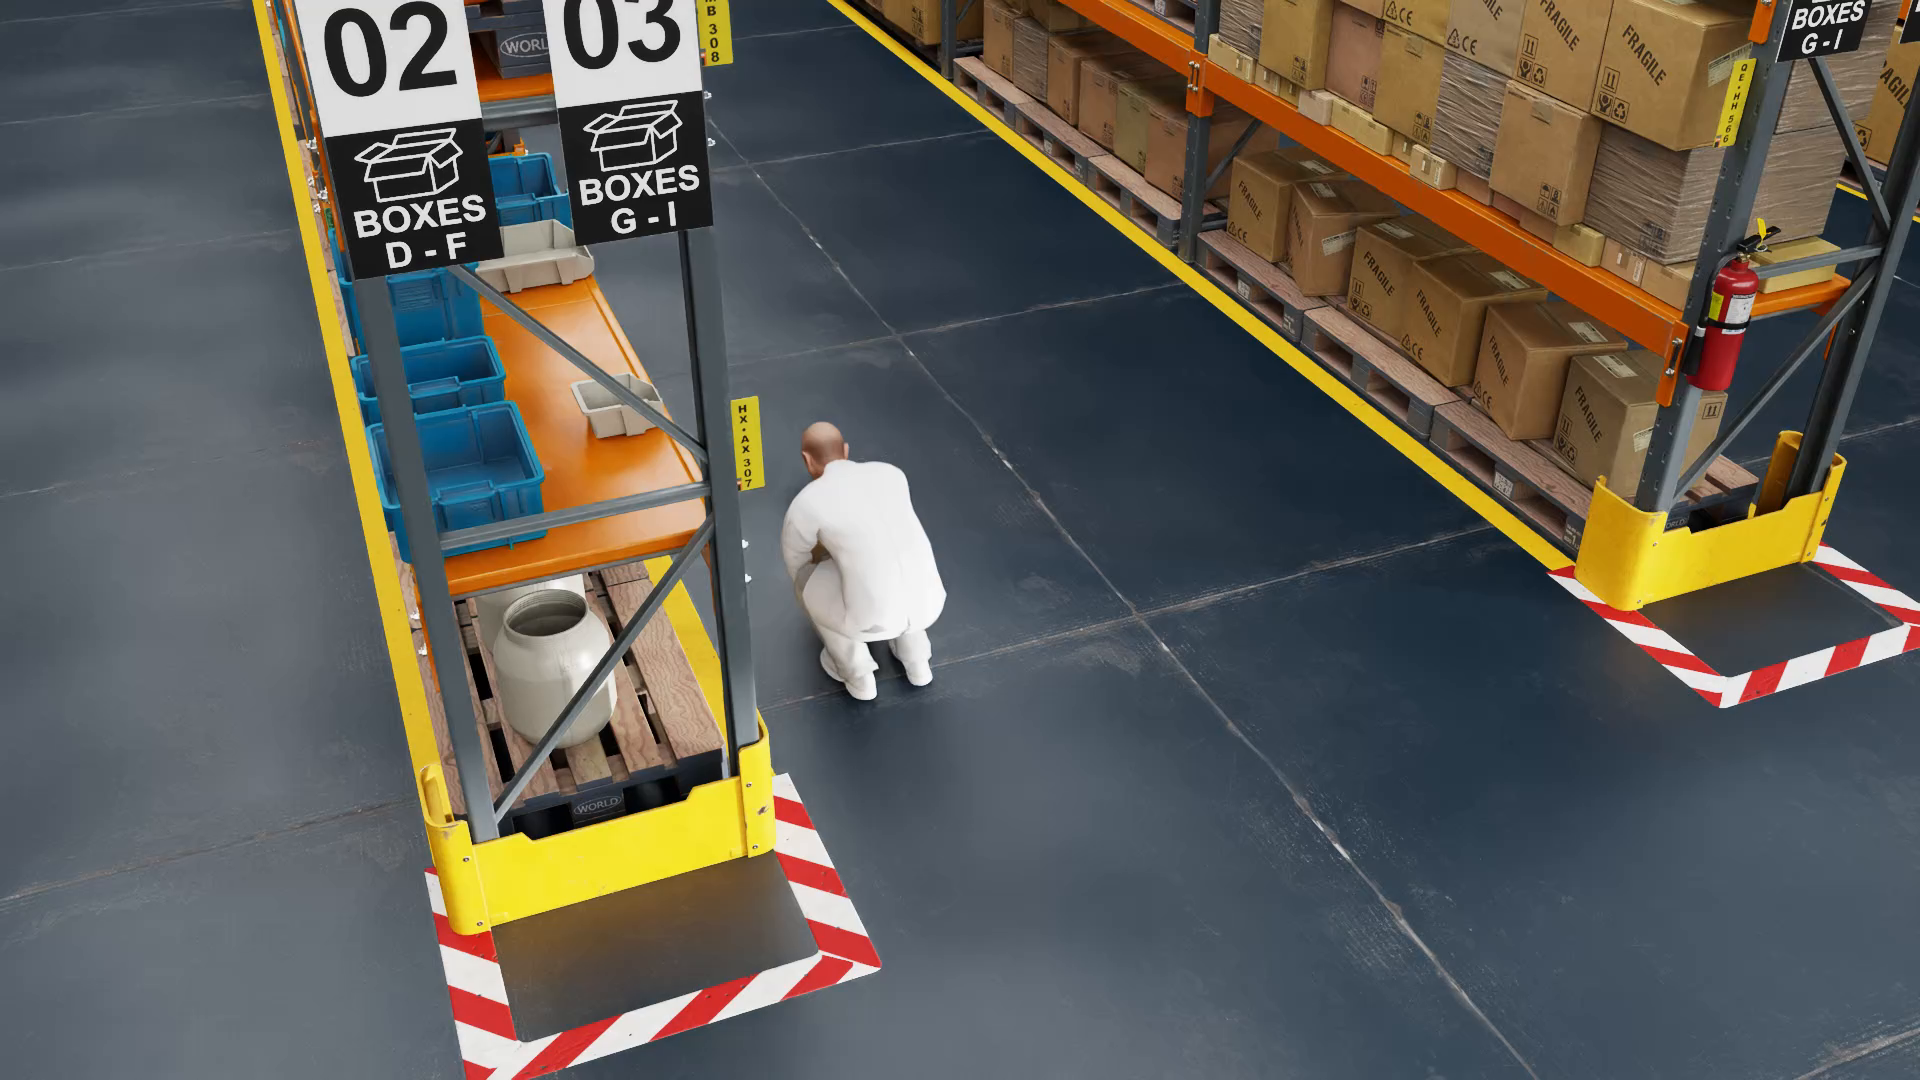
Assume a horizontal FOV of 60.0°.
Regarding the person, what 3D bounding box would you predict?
[{"bbox_3d":[-0.409,0.057,6.788,0.604,0.995,0.903,-14,36,-21],"label":"person"}]
